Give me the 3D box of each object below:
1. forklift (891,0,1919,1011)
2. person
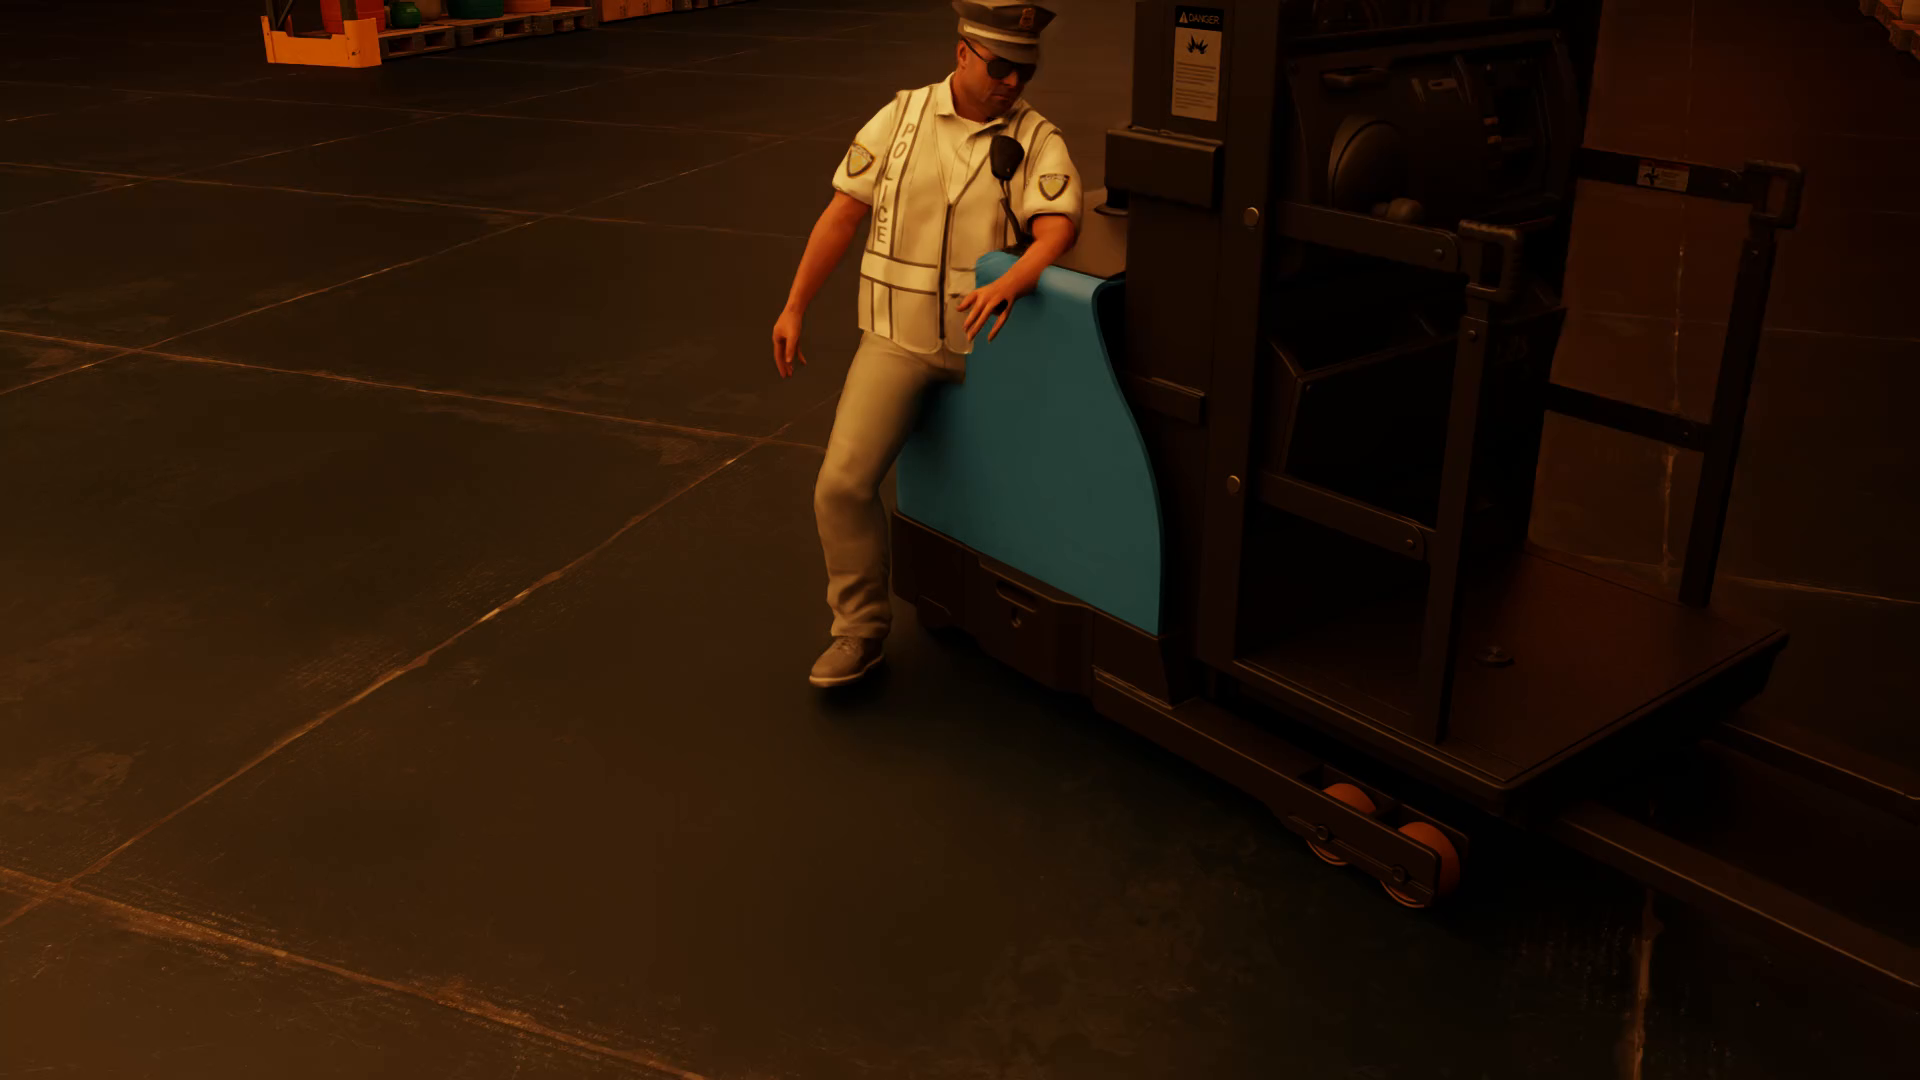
[{"bbox_3d":[1.129,-0.834,3.288,1.130,2.935,3.031,-17,28,-35],"label":"forklift"},{"bbox_3d":[-0.068,-0.474,4.096,0.806,1.651,0.873,-1,23,-1],"label":"person"}]
